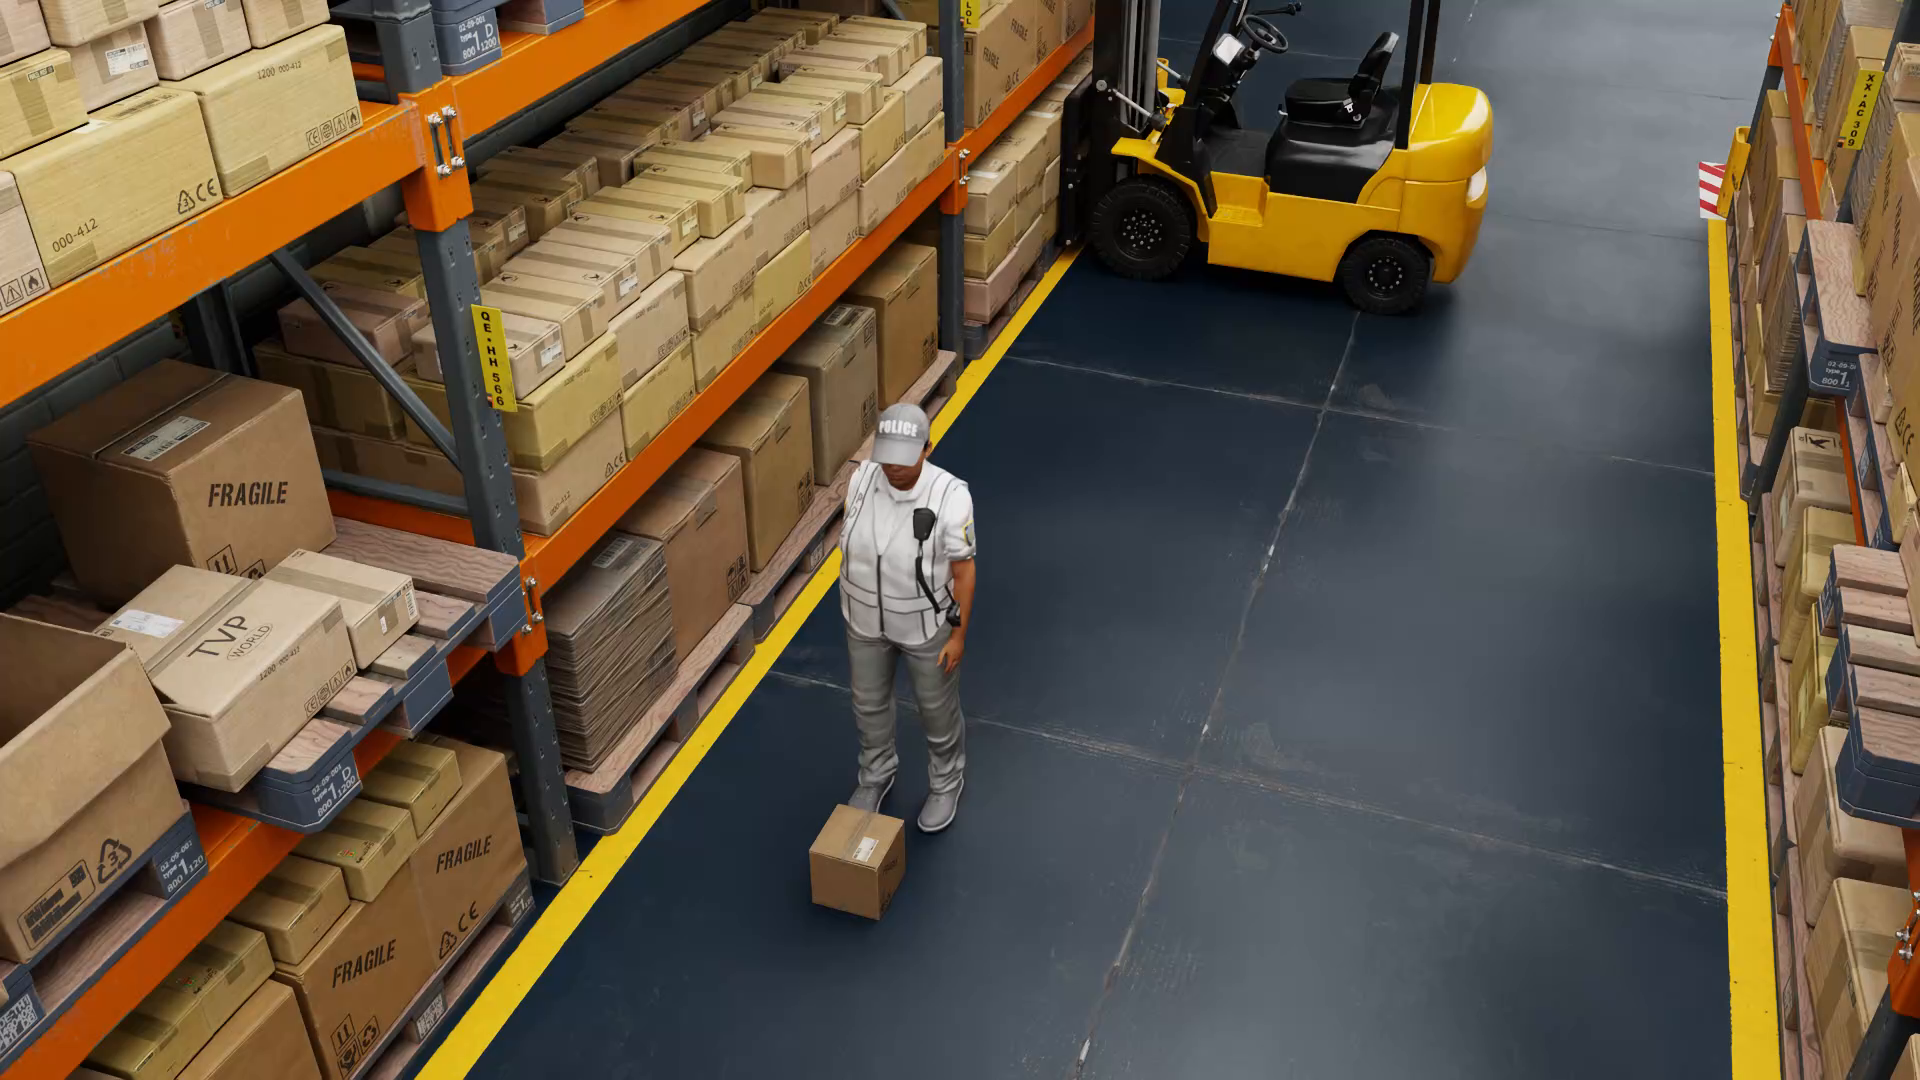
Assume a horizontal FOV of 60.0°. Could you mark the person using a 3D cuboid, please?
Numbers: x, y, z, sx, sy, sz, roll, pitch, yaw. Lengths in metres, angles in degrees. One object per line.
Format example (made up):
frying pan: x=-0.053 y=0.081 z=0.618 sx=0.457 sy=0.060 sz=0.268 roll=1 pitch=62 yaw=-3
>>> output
person: x=-0.184 y=0.288 z=5.709 sx=0.477 sy=1.682 sz=0.401 roll=11 pitch=35 yaw=17
